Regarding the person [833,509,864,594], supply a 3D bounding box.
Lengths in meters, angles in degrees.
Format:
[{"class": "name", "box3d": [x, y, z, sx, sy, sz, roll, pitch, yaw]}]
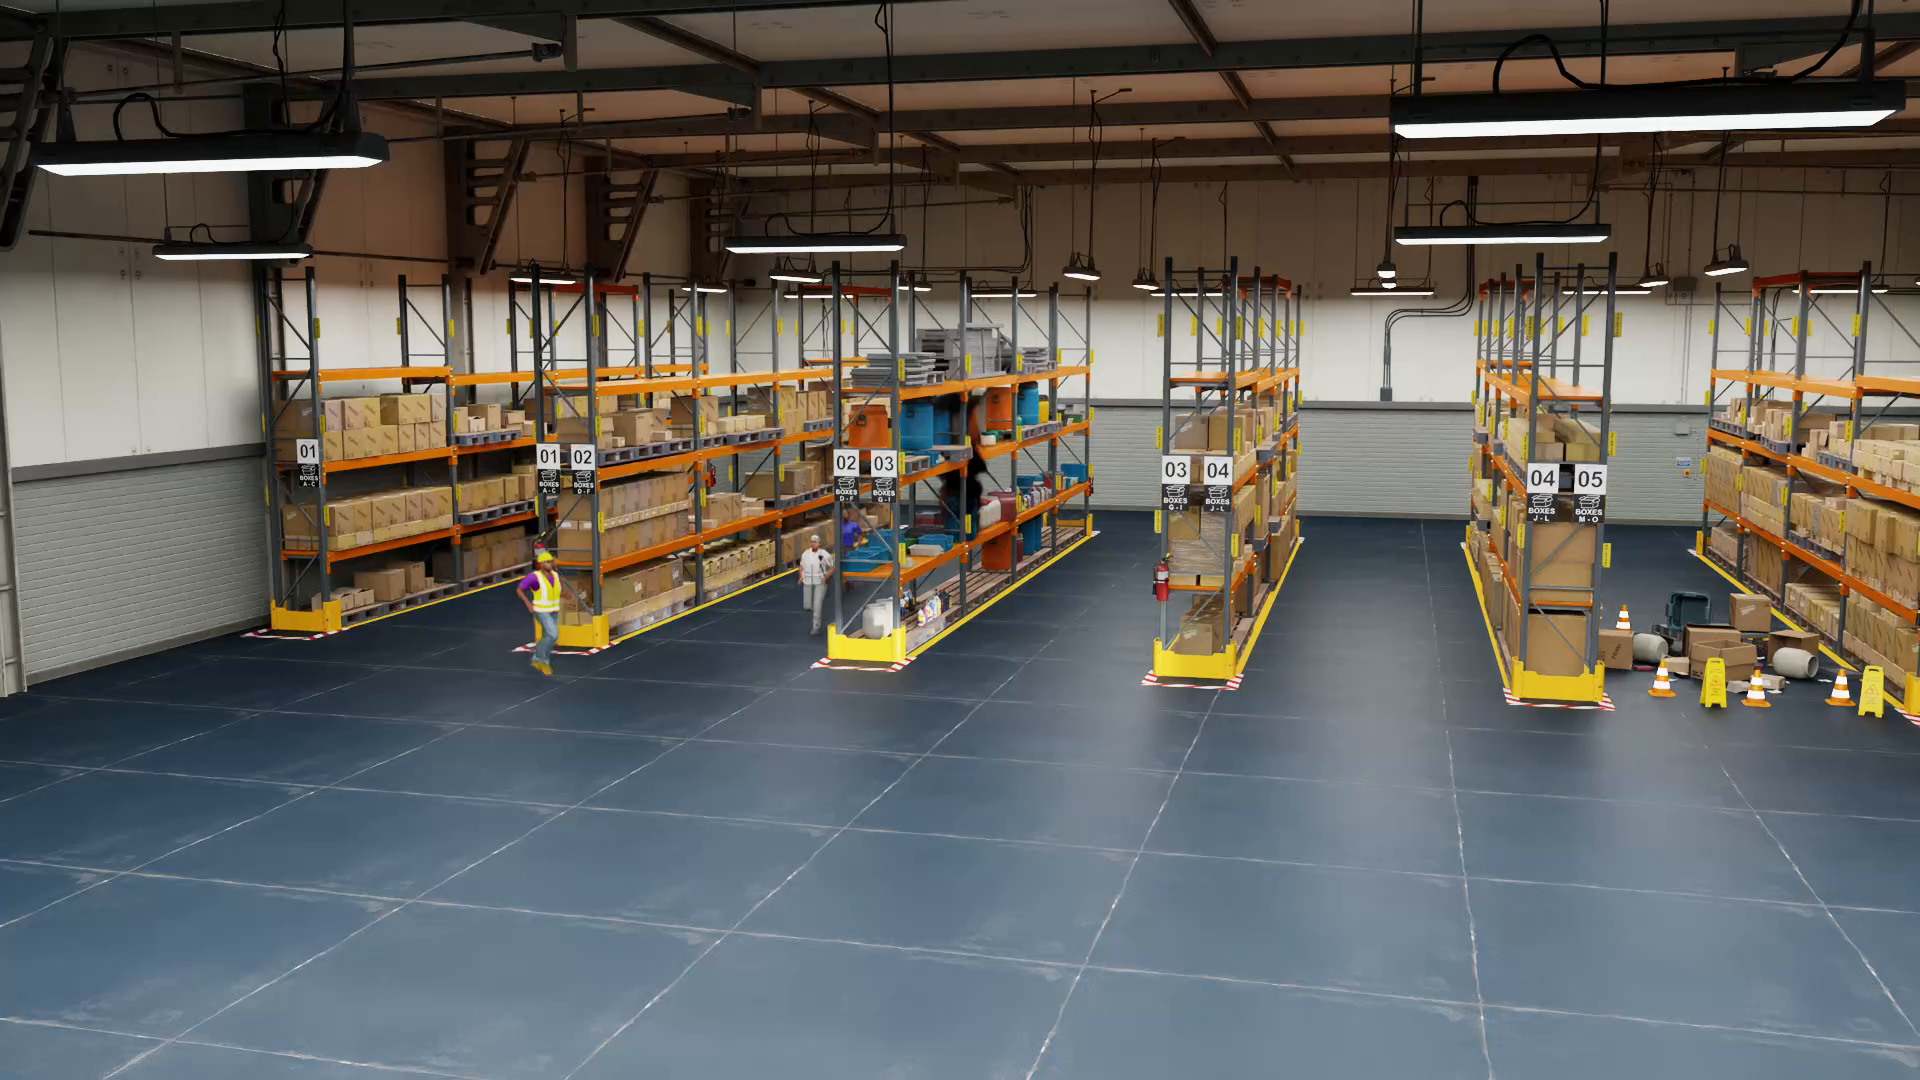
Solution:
[{"class": "person", "box3d": [-2.149, 0.223, 31.394, 0.561, 1.618, 0.562, 2, 7, 15]}]

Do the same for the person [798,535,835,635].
[{"class": "person", "box3d": [-2.376, 0.721, 27.557, 0.616, 1.633, 0.599, 1, 7, 11]}]

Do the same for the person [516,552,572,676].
[{"class": "person", "box3d": [-6.008, 1.077, 24.207, 0.736, 1.799, 0.673, 4, 8, 30]}]

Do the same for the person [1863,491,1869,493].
[{"class": "person", "box3d": [18.639, -0.149, 34.225, 0.592, 1.701, 0.786, -1, 7, -9]}]
